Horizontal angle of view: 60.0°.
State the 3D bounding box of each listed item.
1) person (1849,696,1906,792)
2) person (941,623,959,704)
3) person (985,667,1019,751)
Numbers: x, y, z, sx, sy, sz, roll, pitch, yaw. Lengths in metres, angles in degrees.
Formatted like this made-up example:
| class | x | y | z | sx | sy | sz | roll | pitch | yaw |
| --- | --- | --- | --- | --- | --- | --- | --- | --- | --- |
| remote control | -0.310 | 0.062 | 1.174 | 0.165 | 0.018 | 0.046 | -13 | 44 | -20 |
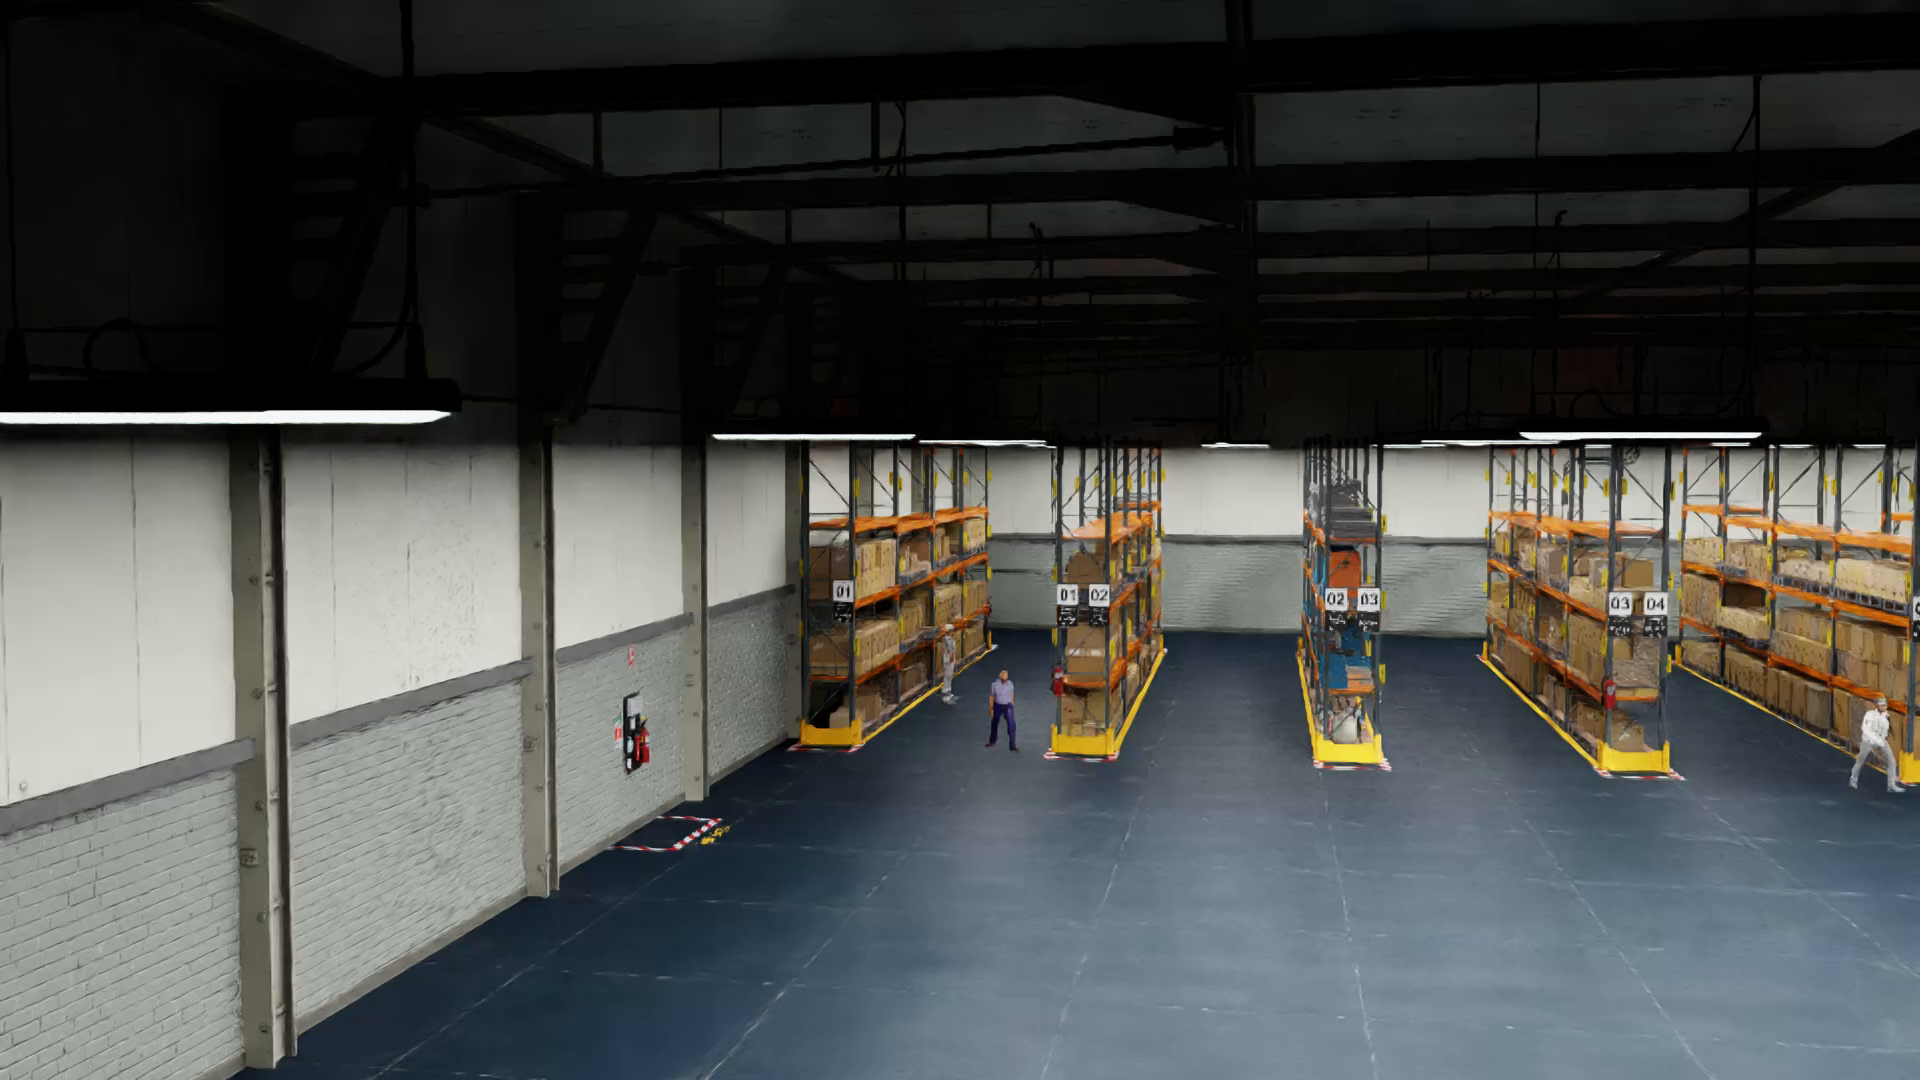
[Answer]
| class | x | y | z | sx | sy | sz | roll | pitch | yaw |
| --- | --- | --- | --- | --- | --- | --- | --- | --- | --- |
| person | 15.359 | 3.399 | 27.916 | 0.642 | 1.606 | 0.800 | 0 | 3 | -8 |
| person | -0.209 | 2.774 | 37.561 | 0.471 | 1.789 | 0.622 | -1 | 3 | -13 |
| person | 0.798 | 3.211 | 31.742 | 0.517 | 1.591 | 0.929 | -1 | 3 | -11 |
